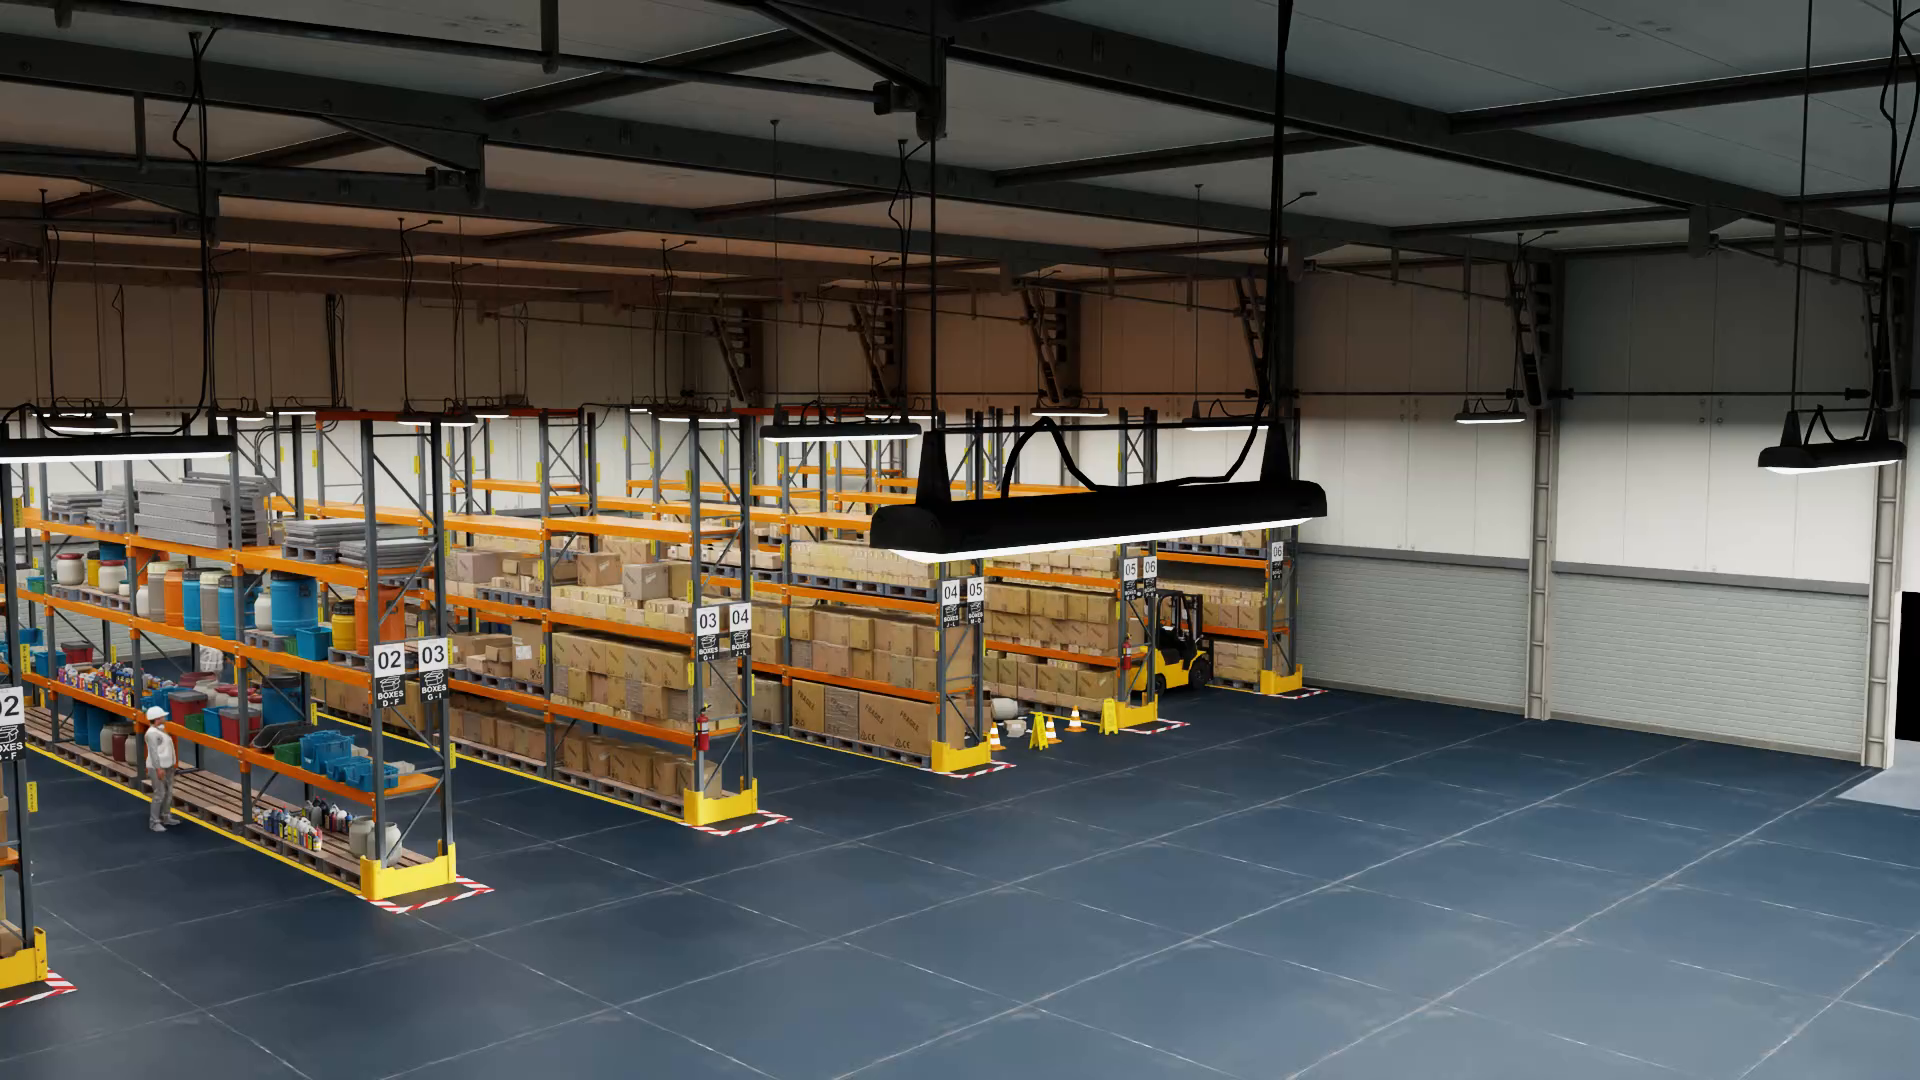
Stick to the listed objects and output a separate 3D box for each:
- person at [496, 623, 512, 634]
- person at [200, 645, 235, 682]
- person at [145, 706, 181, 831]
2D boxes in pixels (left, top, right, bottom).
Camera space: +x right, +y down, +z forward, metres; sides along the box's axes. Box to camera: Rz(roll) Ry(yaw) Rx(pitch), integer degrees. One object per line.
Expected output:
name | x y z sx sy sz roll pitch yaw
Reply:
person | -11.889 1.682 43.235 0.482 1.624 0.579 1 5 12
person | -14.810 2.568 32.922 0.995 1.763 0.720 5 7 44
person | -11.647 3.318 24.263 0.434 1.805 0.584 0 5 3
